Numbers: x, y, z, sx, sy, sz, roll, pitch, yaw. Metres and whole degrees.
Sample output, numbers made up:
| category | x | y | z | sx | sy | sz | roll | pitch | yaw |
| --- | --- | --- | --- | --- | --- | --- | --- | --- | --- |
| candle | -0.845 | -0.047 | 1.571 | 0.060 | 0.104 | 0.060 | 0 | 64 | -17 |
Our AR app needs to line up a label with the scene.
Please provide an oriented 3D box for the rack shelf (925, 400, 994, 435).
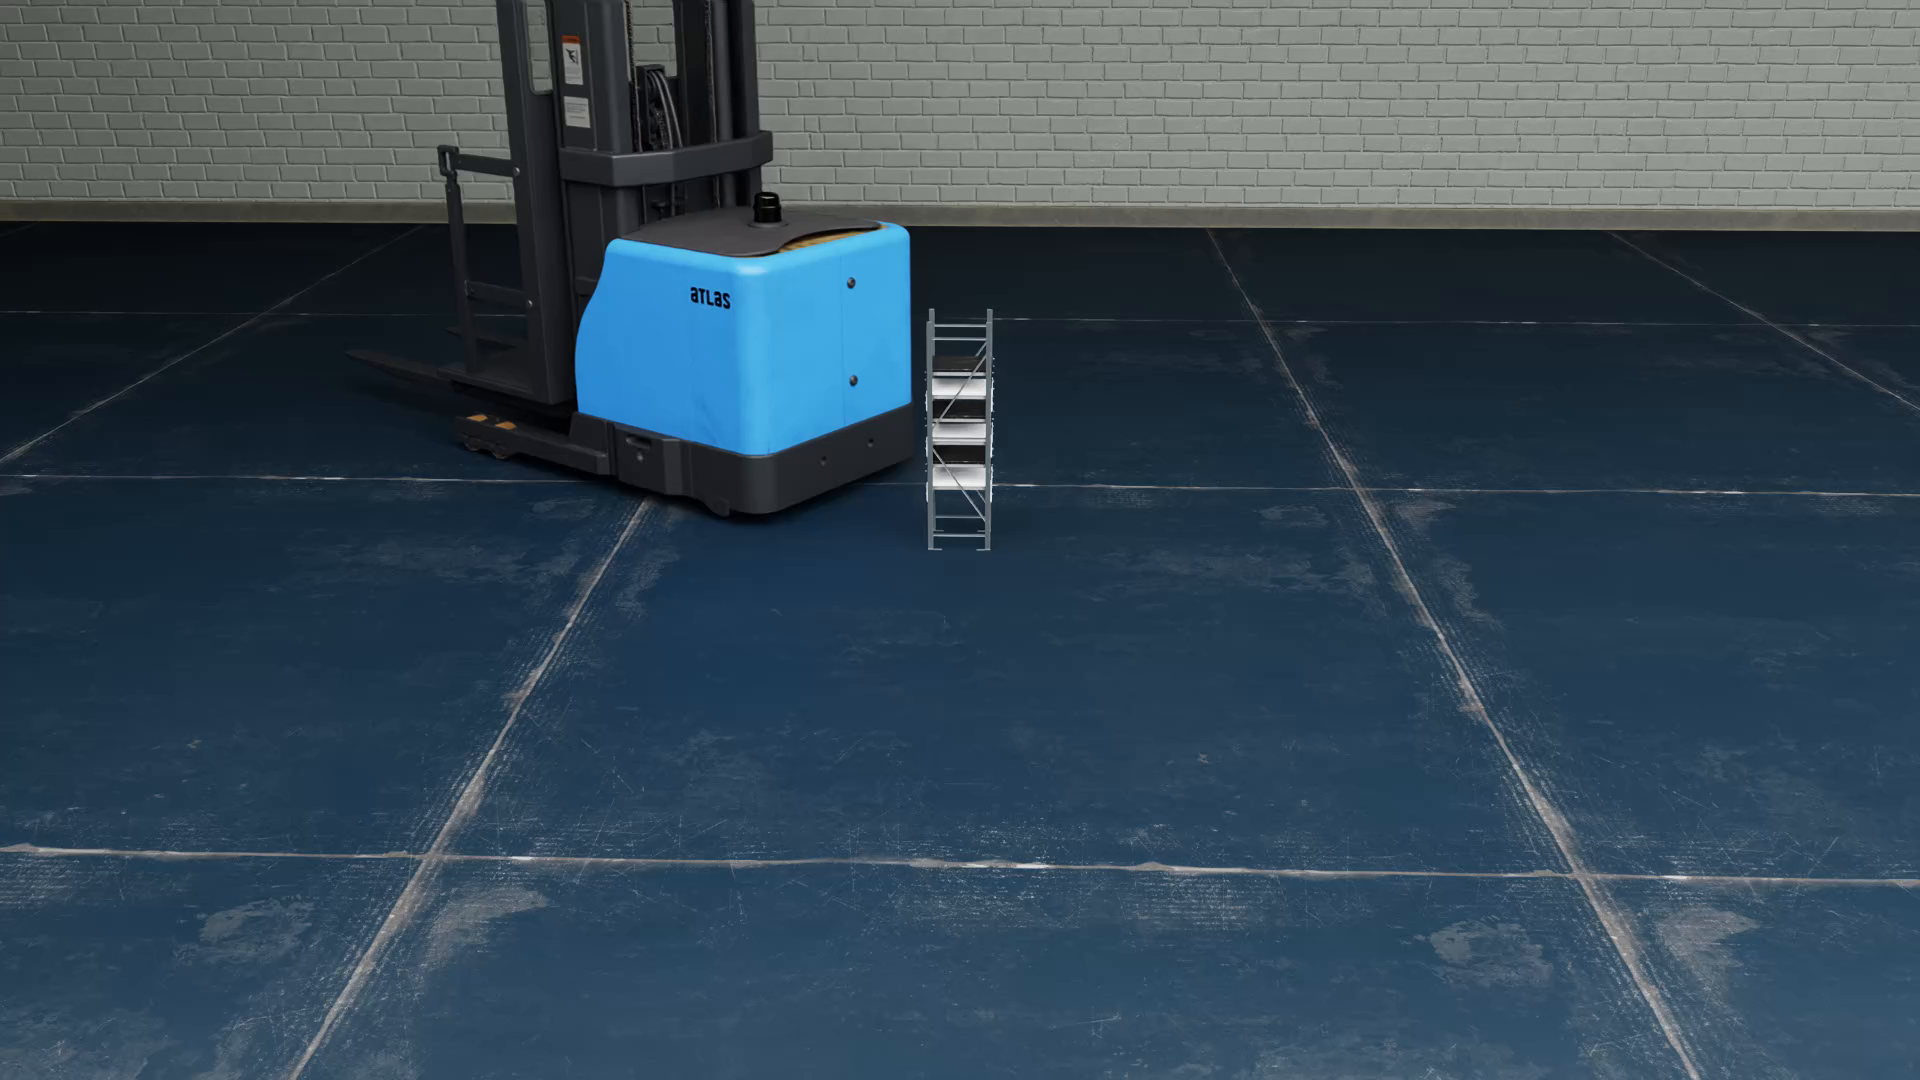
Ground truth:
| category | x | y | z | sx | sy | sz | roll | pitch | yaw |
| --- | --- | --- | --- | --- | --- | --- | --- | --- | --- |
| rack shelf | 0.000 | -0.469 | 6.338 | 0.258 | 0.077 | 0.200 | 1 | 21 | 2 |

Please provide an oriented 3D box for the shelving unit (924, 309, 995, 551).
| category | x | y | z | sx | sy | sz | roll | pitch | yaw |
| --- | --- | --- | --- | --- | --- | --- | --- | --- | --- |
| shelving unit | 0.000 | -0.417 | 6.359 | 0.258 | 0.900 | 0.210 | 1 | 21 | 2 |

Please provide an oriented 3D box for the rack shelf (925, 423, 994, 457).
| category | x | y | z | sx | sy | sz | roll | pitch | yaw |
| --- | --- | --- | --- | --- | --- | --- | --- | --- | --- |
| rack shelf | 0.000 | -0.386 | 6.371 | 0.258 | 0.077 | 0.200 | 1 | 21 | 2 |

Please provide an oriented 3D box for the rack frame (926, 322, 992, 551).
| category | x | y | z | sx | sy | sz | roll | pitch | yaw |
| --- | --- | --- | --- | --- | --- | --- | --- | --- | --- |
| rack frame | -0.003 | -0.380 | 6.264 | 0.240 | 0.900 | 0.006 | 1 | 21 | 2 |

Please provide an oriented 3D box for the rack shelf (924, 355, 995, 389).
| category | x | y | z | sx | sy | sz | roll | pitch | yaw |
| --- | --- | --- | --- | --- | --- | --- | --- | --- | --- |
| rack shelf | 0.000 | -0.637 | 6.273 | 0.258 | 0.077 | 0.200 | 1 | 21 | 2 |

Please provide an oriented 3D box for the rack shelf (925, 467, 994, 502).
| category | x | y | z | sx | sy | sz | roll | pitch | yaw |
| --- | --- | --- | --- | --- | --- | --- | --- | --- | --- |
| rack shelf | 0.000 | -0.218 | 6.436 | 0.258 | 0.077 | 0.200 | 1 | 21 | 2 |

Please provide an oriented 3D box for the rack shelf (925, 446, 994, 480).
| category | x | y | z | sx | sy | sz | roll | pitch | yaw |
| --- | --- | --- | --- | --- | --- | --- | --- | --- | --- |
| rack shelf | 0.000 | -0.302 | 6.403 | 0.258 | 0.077 | 0.200 | 1 | 21 | 2 |

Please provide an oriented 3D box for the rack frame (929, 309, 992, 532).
| category | x | y | z | sx | sy | sz | roll | pitch | yaw |
| --- | --- | --- | --- | --- | --- | --- | --- | --- | --- |
| rack frame | 0.003 | -0.453 | 6.453 | 0.240 | 0.900 | 0.006 | 1 | 21 | 2 |

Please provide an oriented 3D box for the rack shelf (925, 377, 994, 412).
| category | x | y | z | sx | sy | sz | roll | pitch | yaw |
| --- | --- | --- | --- | --- | --- | --- | --- | --- | --- |
| rack shelf | 0.000 | -0.553 | 6.306 | 0.258 | 0.077 | 0.200 | 1 | 21 | 2 |

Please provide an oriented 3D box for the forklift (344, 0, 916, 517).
| category | x | y | z | sx | sy | sz | roll | pitch | yaw |
| --- | --- | --- | --- | --- | --- | --- | --- | --- | --- |
| forklift | -1.678 | -1.866 | 7.286 | 3.031 | 2.935 | 1.130 | 15 | 26 | 34 |
